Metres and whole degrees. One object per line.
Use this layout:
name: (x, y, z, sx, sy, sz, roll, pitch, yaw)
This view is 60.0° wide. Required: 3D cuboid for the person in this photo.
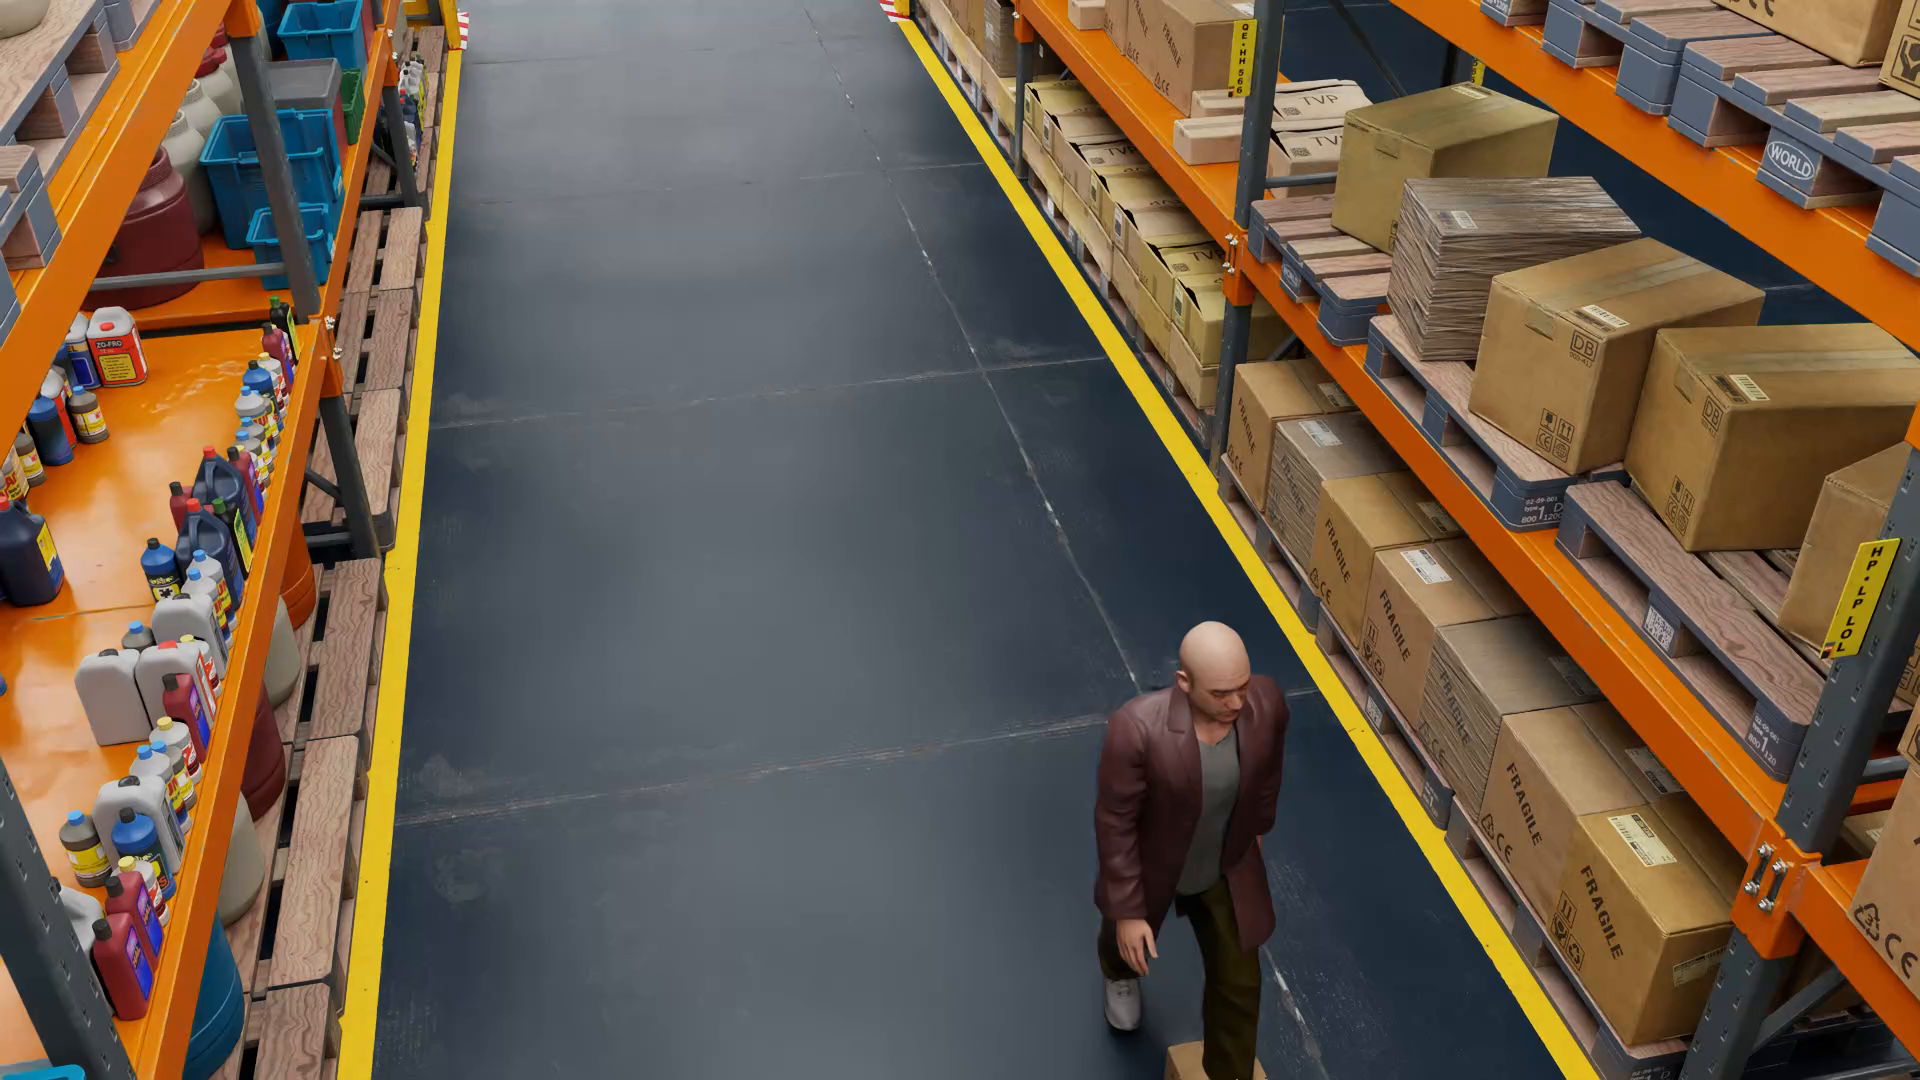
person: (0.655, 0.996, 4.785, 0.604, 1.687, 0.984, -6, 34, -9)
